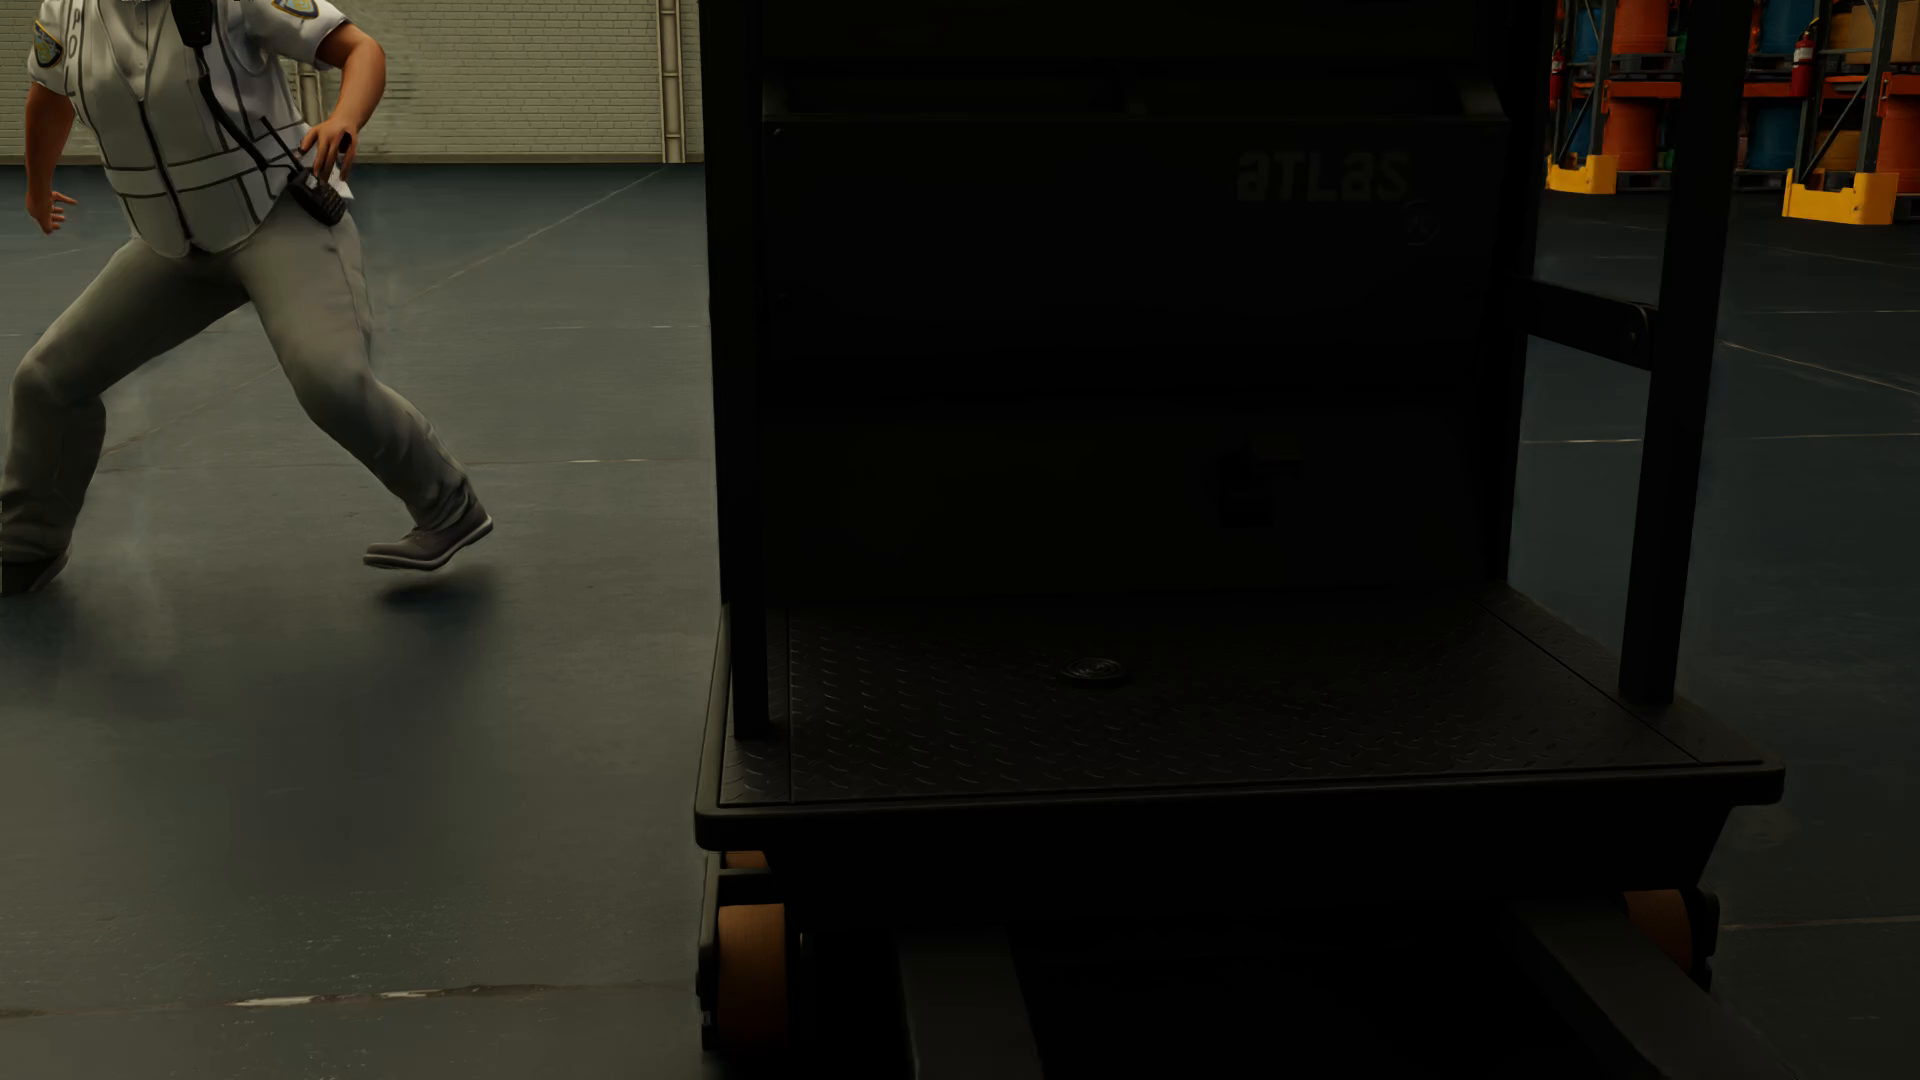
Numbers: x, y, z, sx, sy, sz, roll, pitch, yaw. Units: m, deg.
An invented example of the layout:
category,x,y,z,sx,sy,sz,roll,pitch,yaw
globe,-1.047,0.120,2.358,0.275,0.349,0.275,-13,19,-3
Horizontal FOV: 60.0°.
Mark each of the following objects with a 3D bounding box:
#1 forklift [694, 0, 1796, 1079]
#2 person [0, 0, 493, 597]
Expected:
category,x,y,z,sx,sy,sz,roll,pitch,yaw
forklift,0.243,-0.949,1.778,1.130,2.935,3.031,-2,15,-6
person,-1.573,-0.570,3.390,1.035,1.623,0.538,3,15,11
